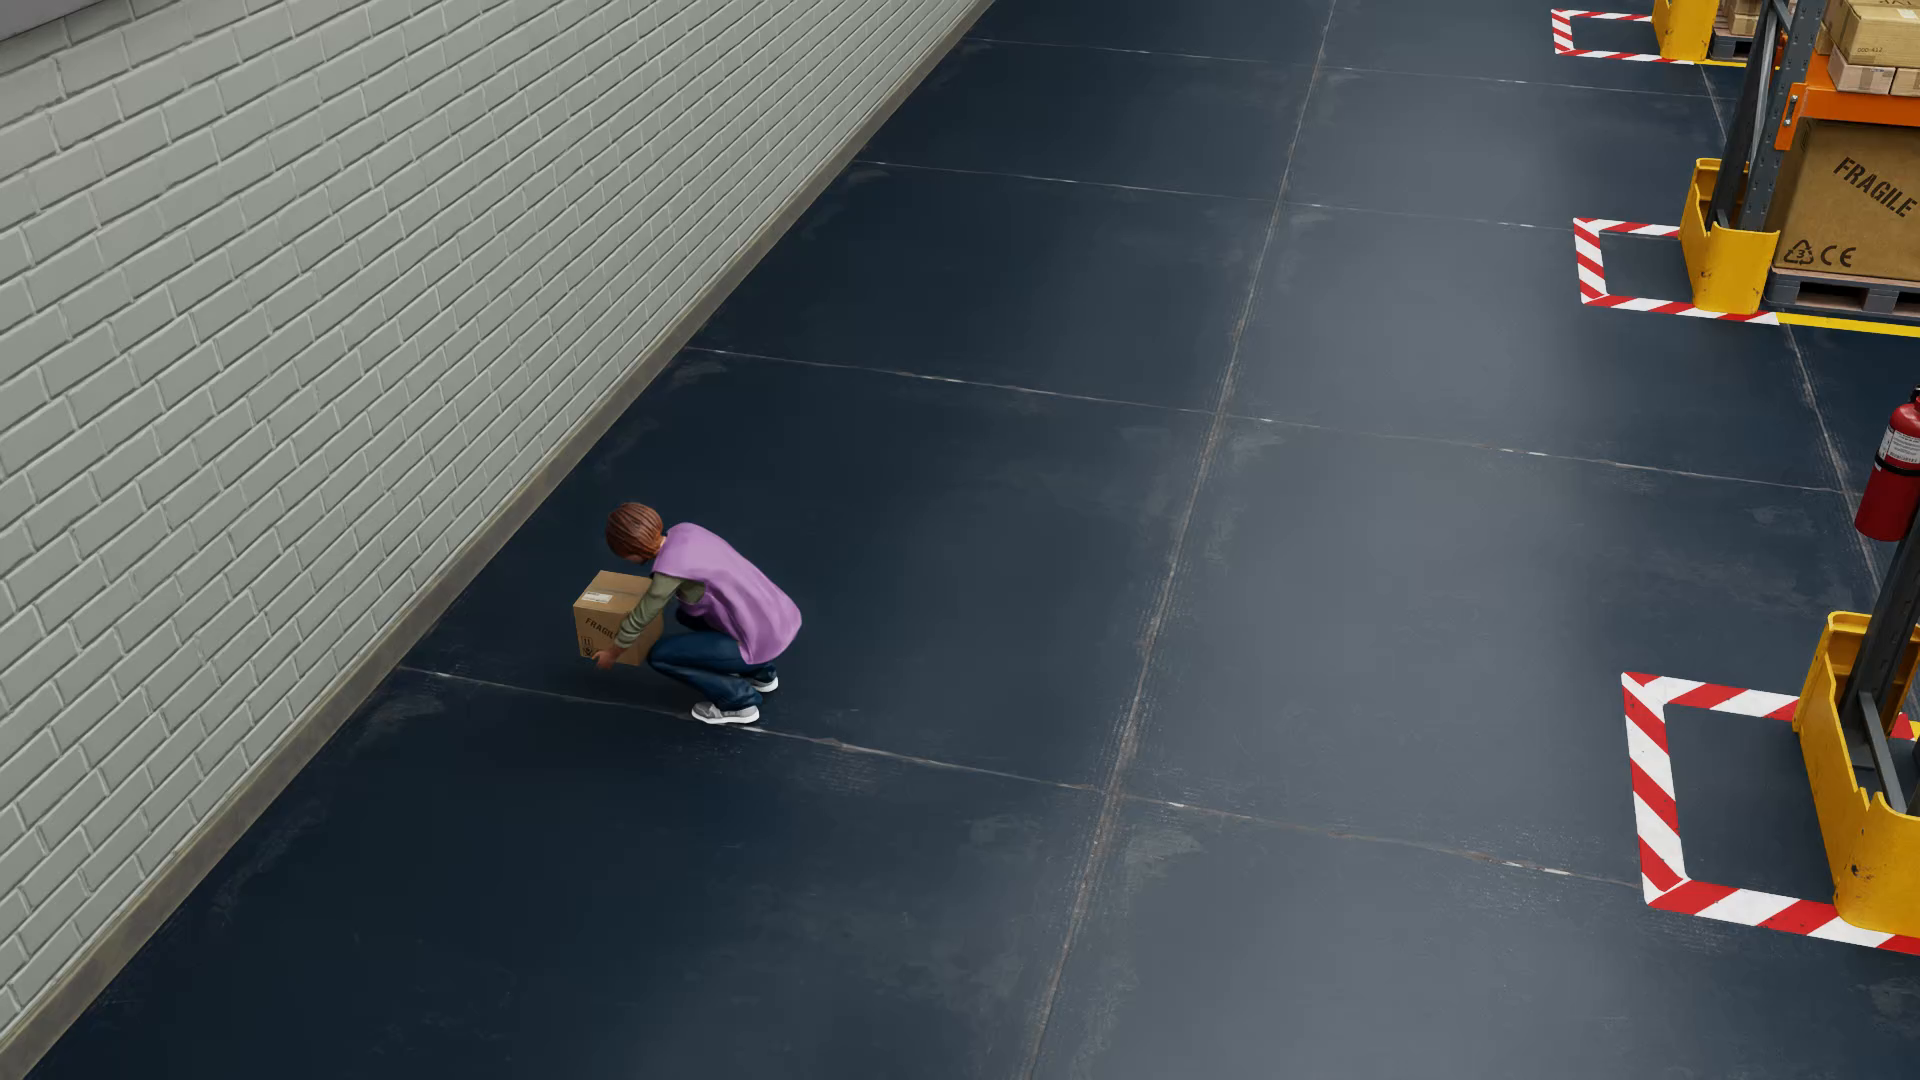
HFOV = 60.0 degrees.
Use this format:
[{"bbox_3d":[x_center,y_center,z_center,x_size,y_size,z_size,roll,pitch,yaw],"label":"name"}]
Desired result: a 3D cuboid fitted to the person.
[{"bbox_3d":[-1.017,0.259,6.415,0.802,0.881,0.450,8,34,12],"label":"person"}]
